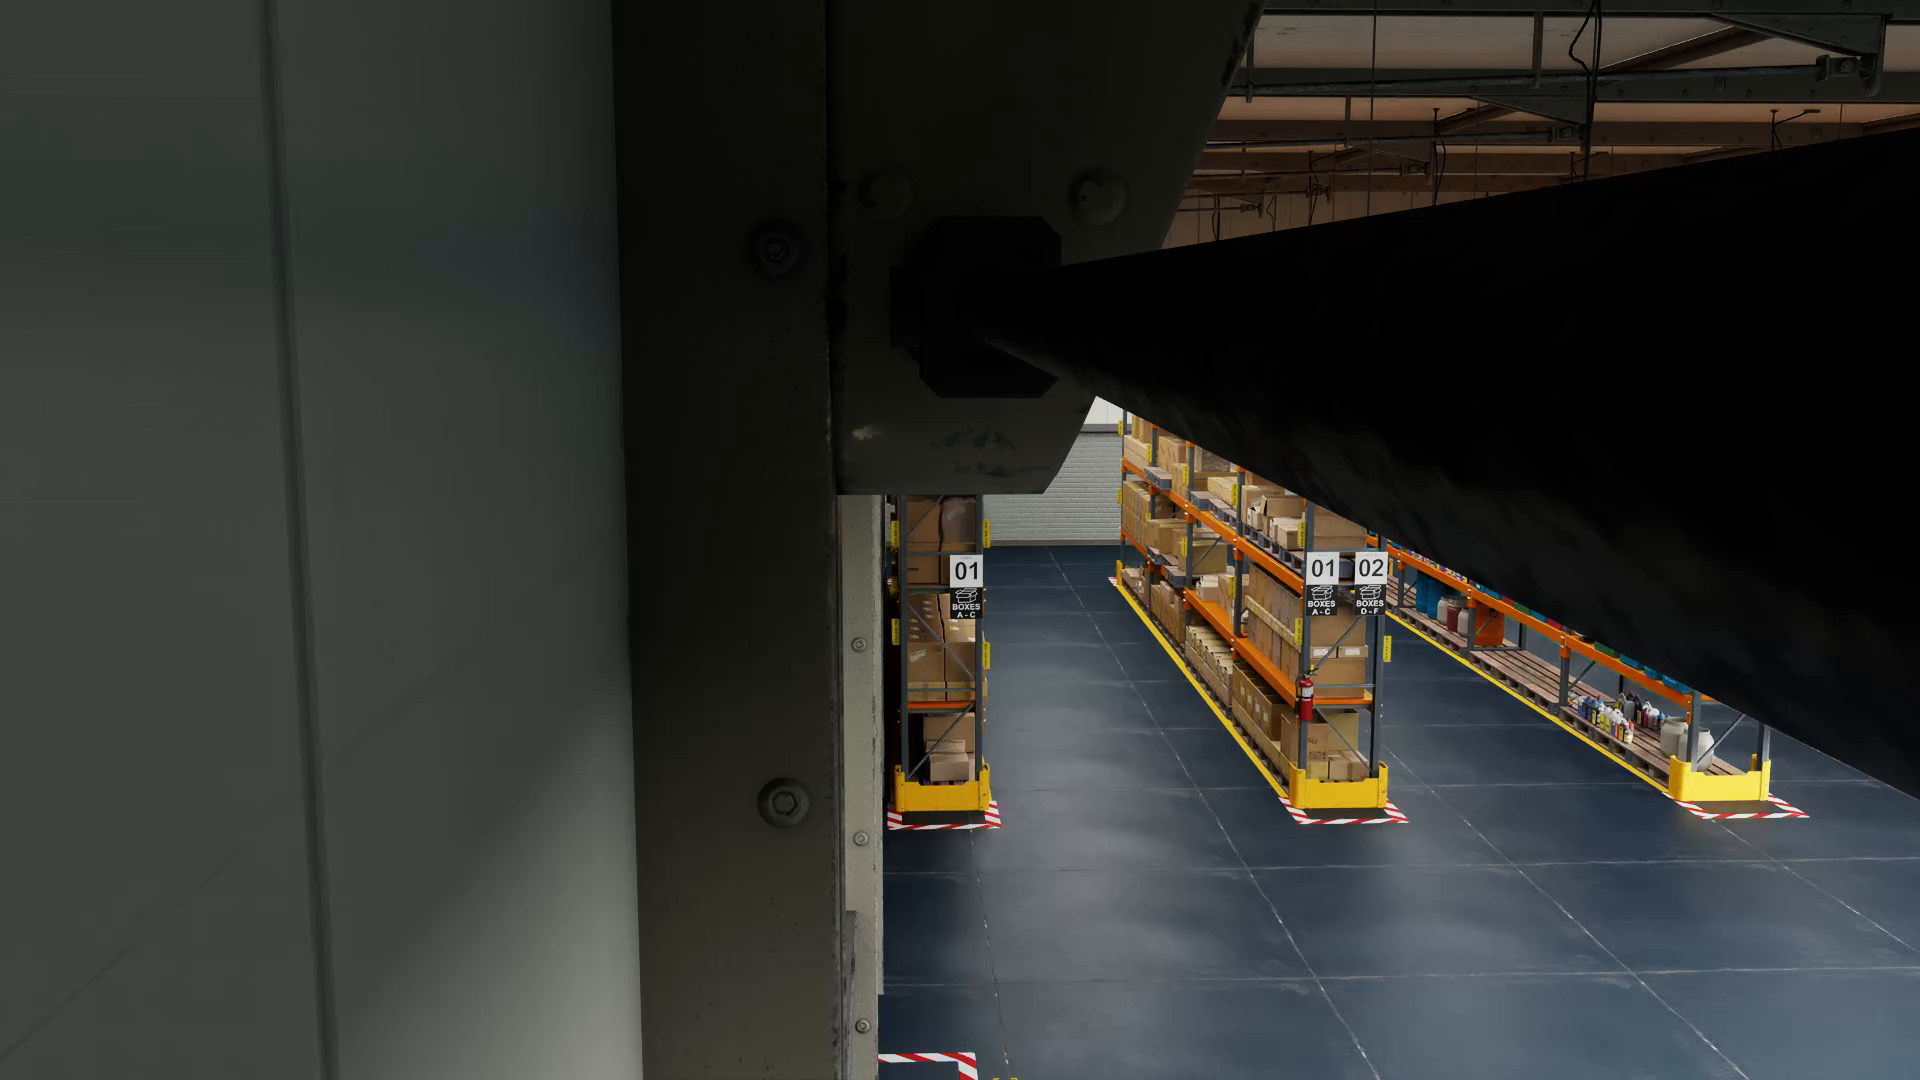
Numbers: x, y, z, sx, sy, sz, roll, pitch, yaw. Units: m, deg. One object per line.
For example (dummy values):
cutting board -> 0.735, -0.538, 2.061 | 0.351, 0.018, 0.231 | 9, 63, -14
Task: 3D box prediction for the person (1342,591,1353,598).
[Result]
person -> 6.826, 1.188, 29.592 | 0.520, 1.558, 0.570 | -2, 9, -10
